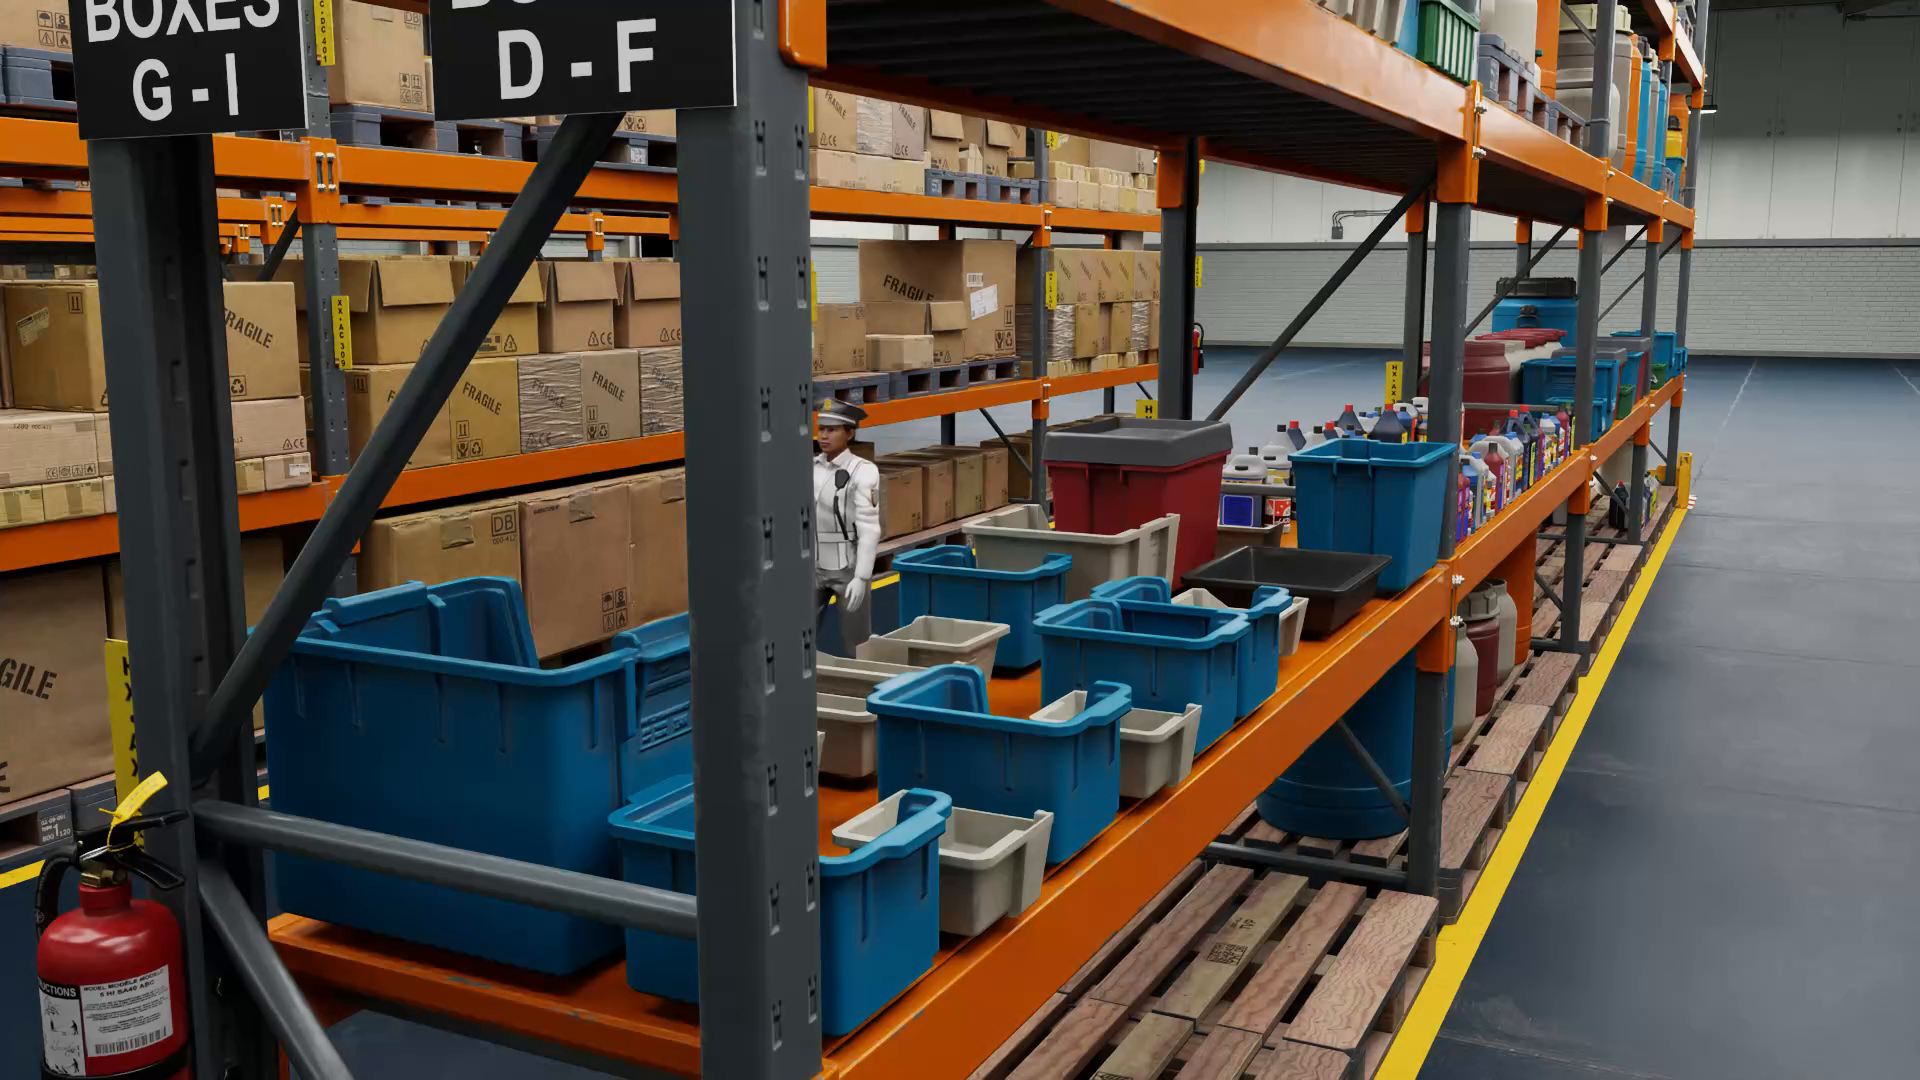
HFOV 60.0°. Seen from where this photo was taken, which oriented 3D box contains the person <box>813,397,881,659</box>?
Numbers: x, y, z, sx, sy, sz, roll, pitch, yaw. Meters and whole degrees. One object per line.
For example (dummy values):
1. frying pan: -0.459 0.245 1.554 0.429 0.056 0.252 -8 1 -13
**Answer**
1. person: -0.604 0.171 7.823 0.478 1.690 0.563 5 10 27
